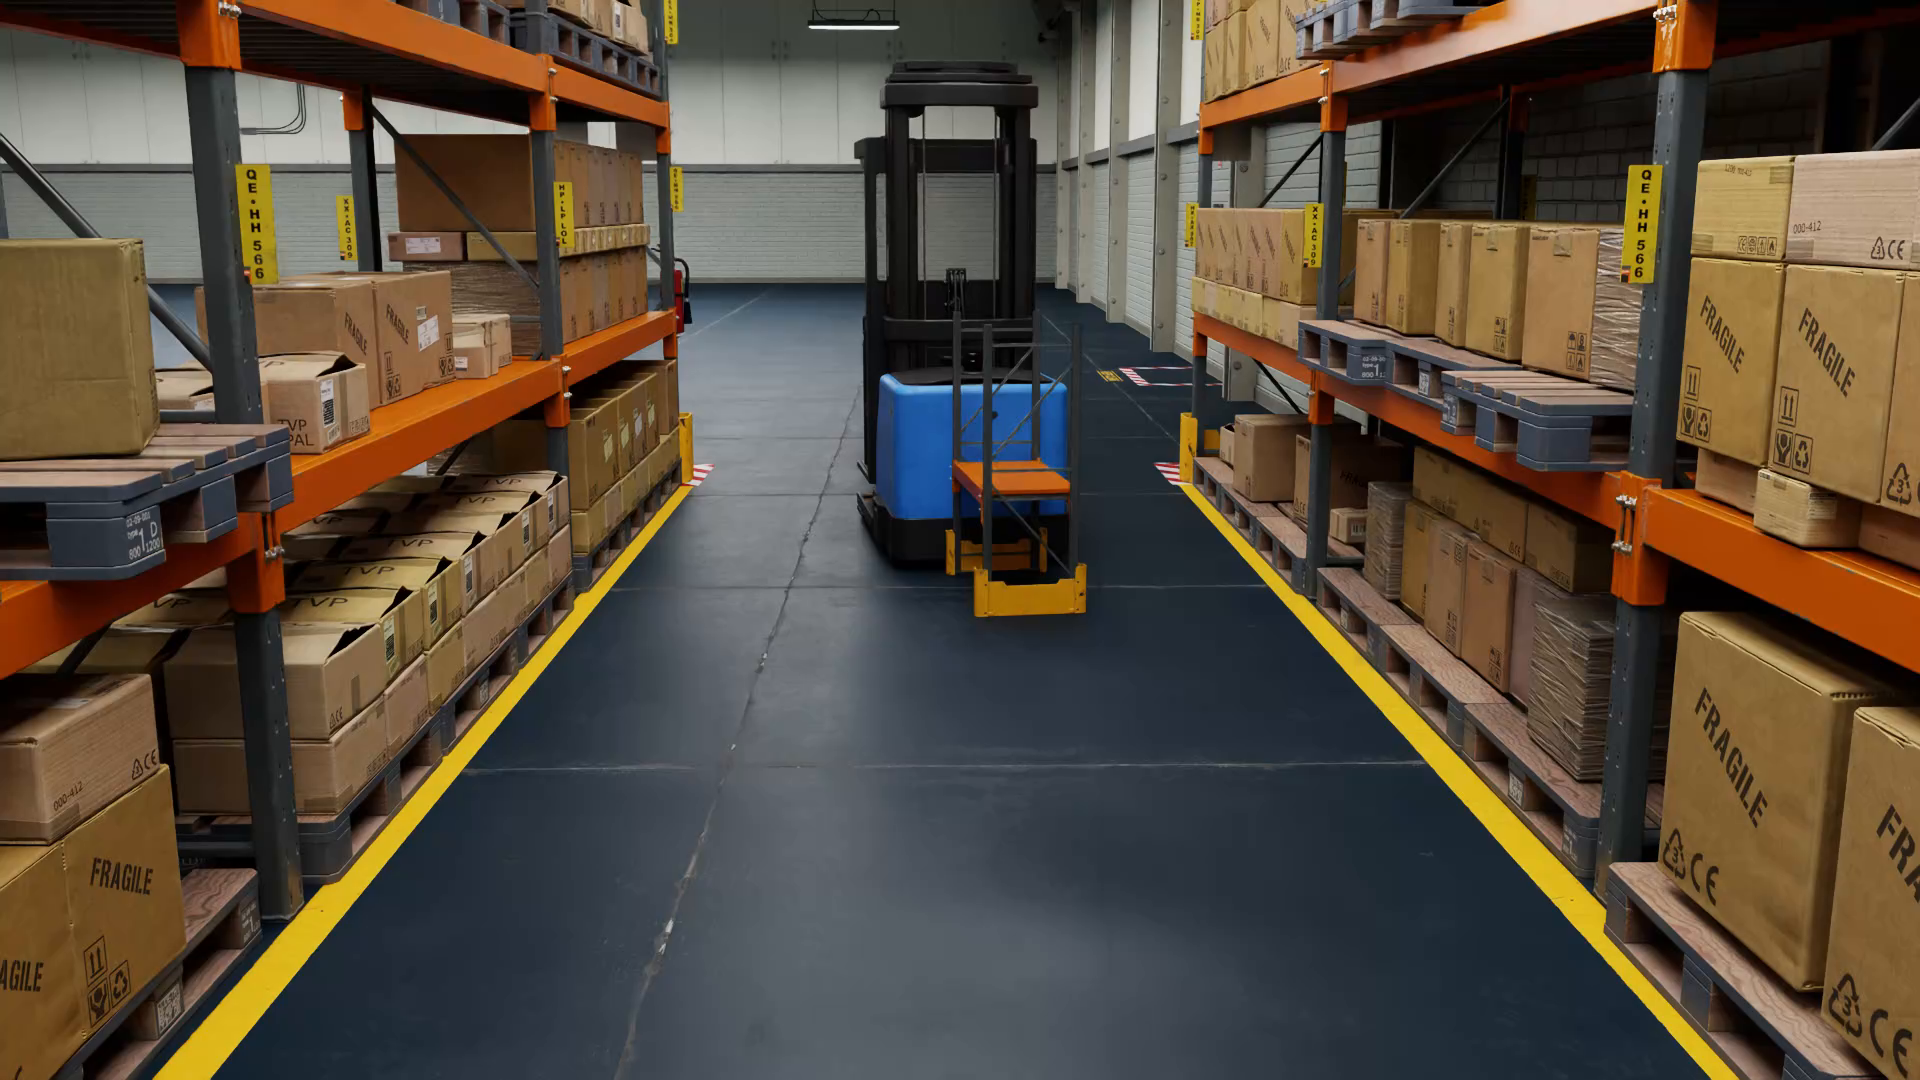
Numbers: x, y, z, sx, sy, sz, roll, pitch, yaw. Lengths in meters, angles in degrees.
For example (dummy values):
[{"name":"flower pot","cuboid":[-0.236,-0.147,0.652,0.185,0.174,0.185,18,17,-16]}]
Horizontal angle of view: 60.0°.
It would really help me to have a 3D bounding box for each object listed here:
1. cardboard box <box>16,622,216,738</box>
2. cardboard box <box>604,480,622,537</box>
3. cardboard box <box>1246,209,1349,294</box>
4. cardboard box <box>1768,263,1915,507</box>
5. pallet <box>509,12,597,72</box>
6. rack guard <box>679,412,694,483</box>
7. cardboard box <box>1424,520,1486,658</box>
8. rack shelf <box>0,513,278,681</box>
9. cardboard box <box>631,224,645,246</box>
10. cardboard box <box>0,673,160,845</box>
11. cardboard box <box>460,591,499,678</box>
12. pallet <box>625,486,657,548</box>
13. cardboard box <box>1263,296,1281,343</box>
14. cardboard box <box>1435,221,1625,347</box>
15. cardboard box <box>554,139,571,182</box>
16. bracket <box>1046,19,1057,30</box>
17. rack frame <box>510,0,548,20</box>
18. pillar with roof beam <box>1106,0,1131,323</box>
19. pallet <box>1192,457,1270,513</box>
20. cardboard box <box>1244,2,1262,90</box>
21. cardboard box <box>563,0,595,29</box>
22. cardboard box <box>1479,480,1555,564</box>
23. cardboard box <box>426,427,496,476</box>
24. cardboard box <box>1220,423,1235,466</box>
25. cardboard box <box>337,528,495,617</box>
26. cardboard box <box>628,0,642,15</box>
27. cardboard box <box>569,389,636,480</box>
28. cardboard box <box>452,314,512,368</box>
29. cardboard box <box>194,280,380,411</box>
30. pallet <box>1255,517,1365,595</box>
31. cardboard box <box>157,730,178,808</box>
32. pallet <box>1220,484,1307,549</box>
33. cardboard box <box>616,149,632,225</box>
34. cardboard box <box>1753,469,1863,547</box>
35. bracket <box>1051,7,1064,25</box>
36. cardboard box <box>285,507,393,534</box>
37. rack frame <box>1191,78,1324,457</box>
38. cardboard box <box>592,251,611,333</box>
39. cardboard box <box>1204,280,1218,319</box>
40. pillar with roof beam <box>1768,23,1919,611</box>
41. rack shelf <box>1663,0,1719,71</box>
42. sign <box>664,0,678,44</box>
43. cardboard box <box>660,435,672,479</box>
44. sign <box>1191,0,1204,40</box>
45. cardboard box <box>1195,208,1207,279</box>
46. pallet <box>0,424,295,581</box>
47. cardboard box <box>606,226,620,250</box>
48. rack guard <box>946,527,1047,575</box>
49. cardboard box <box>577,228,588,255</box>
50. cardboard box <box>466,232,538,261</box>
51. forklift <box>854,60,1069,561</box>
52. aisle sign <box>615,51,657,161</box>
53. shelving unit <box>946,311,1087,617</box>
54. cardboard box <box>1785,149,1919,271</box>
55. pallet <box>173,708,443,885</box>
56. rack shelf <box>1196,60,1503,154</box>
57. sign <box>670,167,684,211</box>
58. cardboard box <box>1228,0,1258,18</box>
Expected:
[{"name":"cardboard box","cuboid":[-2.750,0.423,5.379,0.500,0.311,0.500,0,11,0]},{"name":"cardboard box","cuboid":[-2.287,-0.187,9.796,0.500,0.250,0.500,0,11,-1]},{"name":"cardboard box","cuboid":[2.042,-1.753,10.096,0.500,0.500,0.500,-1,11,-3]},{"name":"cardboard box","cuboid":[2.215,-0.365,3.763,0.500,0.500,0.500,0,11,1]},{"name":"pallet","cuboid":[-2.619,-2.732,9.160,1.003,0.211,1.213,0,11,-1]},{"name":"rack guard","cuboid":[-2.659,-0.711,12.805,1.175,0.500,0.348,0,11,-1]},{"name":"cardboard box","cuboid":[2.440,0.203,7.196,0.700,0.500,0.500,0,11,-1]},{"name":"rack shelf","cuboid":[-2.452,0.409,2.807,1.077,0.370,4.000,0,11,-1]},{"name":"cardboard box","cuboid":[-2.453,-2.171,11.832,0.380,0.149,0.250,0,11,0]},{"name":"cardboard box","cuboid":[-2.234,0.497,3.858,0.500,0.250,0.500,0,11,1]},{"name":"cardboard box","cuboid":[-2.248,0.390,6.950,0.500,0.250,0.500,0,11,0]},{"name":"pallet","cuboid":[-2.578,-0.171,10.870,1.003,0.211,1.213,0,11,-1]},{"name":"cardboard box","cuboid":[2.062,-1.285,9.677,0.500,0.250,0.500,0,11,-1]},{"name":"cardboard box","cuboid":[2.403,-1.078,6.973,0.700,0.500,0.500,1,12,7]},{"name":"cardboard box","cuboid":[-2.603,-2.009,9.405,0.700,0.500,0.500,0,11,-1]},{"name":"bracket","cuboid":[2.207,-12.400,39.996,0.235,0.232,0.430,0,11,-1]},{"name":"rack frame","cuboid":[-2.576,-4.076,8.018,1.000,3.000,0.127,0,11,-1]},{"name":"pillar with roof beam","cuboid":[-1.503,-8.317,28.922,9.100,9.000,0.400,0,11,-1]},{"name":"pallet","cuboid":[2.277,-0.409,12.043,1.003,0.211,1.213,0,11,-1]},{"name":"cardboard box","cuboid":[2.074,-3.097,10.434,0.500,0.500,0.500,0,11,2]},{"name":"cardboard box","cuboid":[-2.334,-3.045,9.297,0.500,0.311,0.500,-1,12,-4]},{"name":"cardboard box","cuboid":[2.428,-0.079,6.697,0.500,0.250,0.500,0,11,-1]},{"name":"cardboard box","cuboid":[-2.802,-0.552,9.711,0.500,0.500,0.500,0,11,-1]},{"name":"cardboard box","cuboid":[2.219,-0.712,12.181,0.500,0.311,0.500,-2,12,-8]},{"name":"cardboard box","cuboid":[-2.249,0.113,6.908,0.500,0.311,0.500,0,11,-2]},{"name":"cardboard box","cuboid":[-2.651,-3.612,11.606,0.797,0.503,0.637,1,11,3]},{"name":"cardboard box","cuboid":[-2.293,-0.654,10.212,0.500,0.500,0.500,0,11,-1]},{"name":"cardboard box","cuboid":[-2.522,-0.965,8.147,0.500,0.250,0.500,0,11,2]},{"name":"cardboard box","cuboid":[-2.544,-0.723,6.329,0.500,0.500,0.500,-1,11,-4]},{"name":"pallet","cuboid":[2.328,0.076,9.653,1.003,0.211,1.213,0,11,-1]},{"name":"cardboard box","cuboid":[-2.748,0.697,5.437,0.500,0.250,0.500,0,11,0]},{"name":"pallet","cuboid":[2.300,-0.167,10.851,1.003,0.211,1.213,0,11,-1]},{"name":"cardboard box","cuboid":[-2.644,-2.408,11.370,0.700,0.500,0.500,-1,11,-3]},{"name":"cardboard box","cuboid":[2.152,-0.079,3.985,0.380,0.149,0.250,0,11,1]},{"name":"bracket","cuboid":[2.261,-11.888,37.471,0.076,0.066,4.783,0,11,-1]},{"name":"cardboard box","cuboid":[-2.799,0.017,7.382,0.500,0.311,0.500,-1,11,-3]},{"name":"rack frame","cuboid":[2.294,-1.952,12.637,1.000,3.000,0.127,0,11,-1]},{"name":"cardboard box","cuboid":[-2.627,-1.580,10.549,0.700,0.500,0.500,0,11,1]},{"name":"cardboard box","cuboid":[2.012,-1.687,11.657,0.500,0.250,0.500,-1,11,-3]},{"name":"pillar with roof beam","cuboid":[-1.007,-3.546,5.406,9.100,9.000,0.400,0,11,-1]},{"name":"rack shelf","cuboid":[2.501,-1.082,2.612,1.077,0.370,4.000,0,11,-1]},{"name":"sign","cuboid":[-2.116,-3.796,12.152,0.100,0.325,0.005,0,11,-1]},{"name":"cardboard box","cuboid":[-2.330,-0.585,11.756,0.500,0.250,0.500,0,11,-1]},{"name":"sign","cuboid":[1.752,-3.848,12.241,0.100,0.325,0.005,0,11,-1]},{"name":"cardboard box","cuboid":[2.004,-2.160,12.102,0.500,0.500,0.500,0,11,-1]},{"name":"pallet","cuboid":[-2.409,-0.112,4.051,1.213,0.211,1.003,0,11,-1]},{"name":"cardboard box","cuboid":[-2.432,-1.965,10.820,0.380,0.149,0.250,0,11,0]},{"name":"rack guard","cuboid":[0.211,0.063,9.618,0.587,0.250,0.087,-2,12,-9]},{"name":"cardboard box","cuboid":[-2.410,-1.760,9.808,0.380,0.149,0.250,-1,11,-3]},{"name":"cardboard box","cuboid":[-2.388,-1.557,8.807,0.380,0.149,0.250,0,11,-1]},{"name":"forklift","cuboid":[-0.099,-1.560,10.877,1.130,2.935,3.031,-2,12,-9]},{"name":"aisle sign","cuboid":[-2.366,-3.219,12.345,0.394,0.787,0.004,0,11,-1]},{"name":"shelving unit","cuboid":[0.288,-0.451,9.011,0.587,1.500,1.083,-2,12,-9]},{"name":"cardboard box","cuboid":[2.223,-0.736,3.706,0.500,0.250,0.500,0,11,-2]},{"name":"pallet","cuboid":[-2.471,0.862,5.779,1.003,0.211,1.213,0,11,-1]},{"name":"rack shelf","cuboid":[2.336,-2.672,10.451,1.077,0.370,4.000,0,11,-1]},{"name":"sign","cuboid":[-2.116,-2.614,12.392,0.100,0.325,0.005,0,11,-1]},{"name":"cardboard box","cuboid":[2.041,-3.692,10.851,0.500,0.500,0.500,0,11,0]}]
